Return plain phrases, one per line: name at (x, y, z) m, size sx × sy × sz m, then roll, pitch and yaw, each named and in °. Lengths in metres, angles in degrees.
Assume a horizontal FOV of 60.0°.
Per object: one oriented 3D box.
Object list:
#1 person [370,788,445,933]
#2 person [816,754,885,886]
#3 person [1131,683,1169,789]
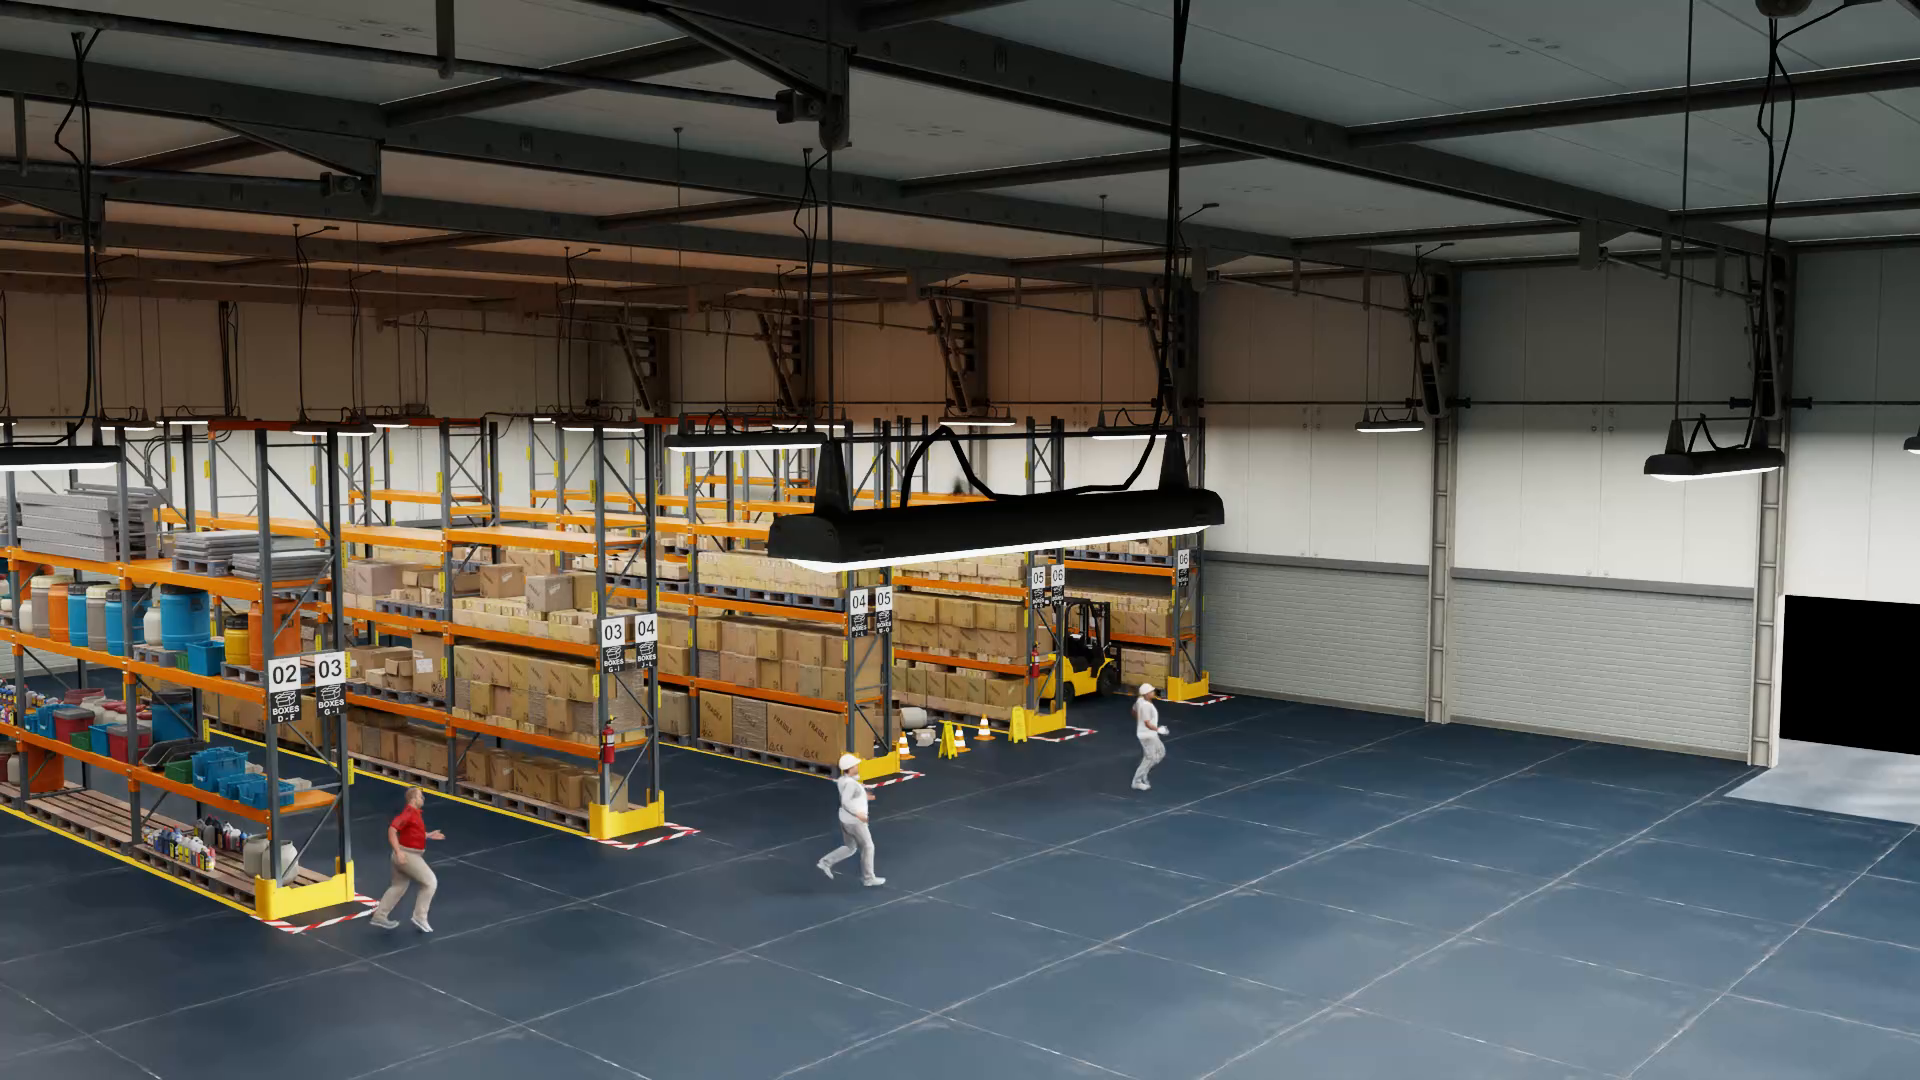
person at (-6.603, 3.848, 19.888) m, size 0.879 × 1.776 × 0.571 m, roll -2°, pitch 5°, yaw -26°
person at (-1.414, 3.653, 21.659) m, size 0.897 × 1.748 × 0.668 m, roll -2°, pitch 5°, yaw -19°
person at (3.107, 3.196, 27.197) m, size 0.590 × 1.736 × 0.695 m, roll 0°, pitch 5°, yaw 1°
